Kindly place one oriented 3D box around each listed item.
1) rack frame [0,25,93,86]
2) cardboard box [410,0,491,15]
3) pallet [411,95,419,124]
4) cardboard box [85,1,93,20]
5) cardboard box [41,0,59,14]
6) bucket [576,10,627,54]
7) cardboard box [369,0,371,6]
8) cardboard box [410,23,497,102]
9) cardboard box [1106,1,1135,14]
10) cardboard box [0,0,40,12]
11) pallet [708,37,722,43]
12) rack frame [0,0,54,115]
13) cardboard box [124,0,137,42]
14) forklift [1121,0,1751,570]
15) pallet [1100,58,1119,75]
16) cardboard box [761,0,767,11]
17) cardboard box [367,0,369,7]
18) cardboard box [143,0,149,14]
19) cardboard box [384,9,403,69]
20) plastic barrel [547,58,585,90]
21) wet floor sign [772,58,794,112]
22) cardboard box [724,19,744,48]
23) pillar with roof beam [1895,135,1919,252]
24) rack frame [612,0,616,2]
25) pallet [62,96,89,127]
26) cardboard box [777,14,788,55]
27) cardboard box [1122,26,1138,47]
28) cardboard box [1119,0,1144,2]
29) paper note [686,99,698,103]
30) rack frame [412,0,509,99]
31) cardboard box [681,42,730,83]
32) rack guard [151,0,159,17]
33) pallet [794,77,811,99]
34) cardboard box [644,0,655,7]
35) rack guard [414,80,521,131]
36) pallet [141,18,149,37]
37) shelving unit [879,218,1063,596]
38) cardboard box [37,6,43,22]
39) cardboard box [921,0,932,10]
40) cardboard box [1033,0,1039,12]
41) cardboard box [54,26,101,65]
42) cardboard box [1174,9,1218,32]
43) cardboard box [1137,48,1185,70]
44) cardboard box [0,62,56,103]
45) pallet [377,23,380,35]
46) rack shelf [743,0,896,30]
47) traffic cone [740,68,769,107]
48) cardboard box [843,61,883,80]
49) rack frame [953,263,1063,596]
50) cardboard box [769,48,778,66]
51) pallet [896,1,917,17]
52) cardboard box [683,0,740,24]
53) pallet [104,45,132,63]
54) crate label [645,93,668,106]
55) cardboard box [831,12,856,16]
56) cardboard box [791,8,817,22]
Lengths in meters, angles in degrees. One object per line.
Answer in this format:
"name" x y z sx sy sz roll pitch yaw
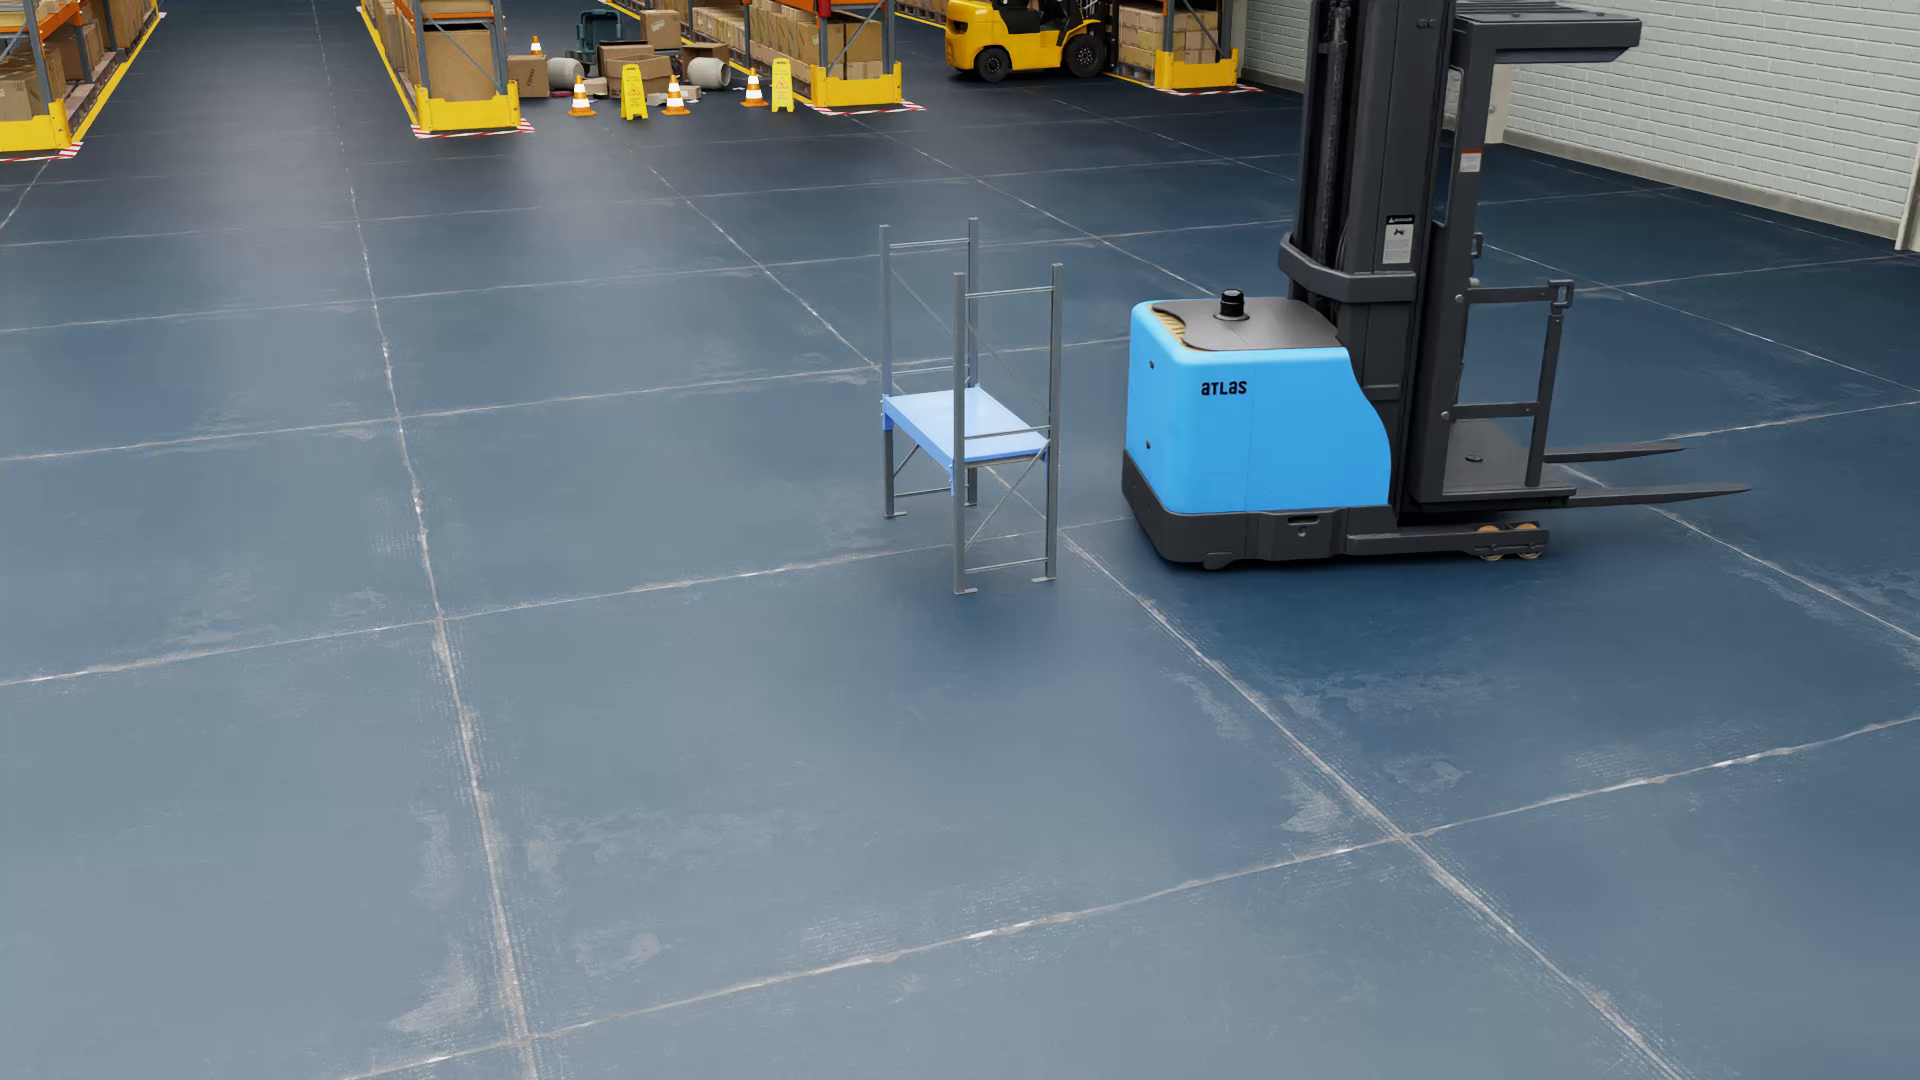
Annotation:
"rack frame" -12.016 -7.202 21.475 1.000 3.000 0.127 -8 24 -19
"cardboard box" -6.101 -6.590 19.830 0.875 0.550 0.550 -8 24 -19
"pallet" -6.283 -5.387 20.759 1.003 0.211 1.213 -8 24 -19
"cardboard box" -13.165 -7.812 24.610 0.500 0.250 0.500 -7 24 -17
"cardboard box" -10.920 -6.327 19.723 0.380 0.149 0.250 -8 24 -19
"bucket" -5.135 -7.304 23.976 0.726 0.611 0.620 0 13 -1
"cardboard box" -10.794 -10.032 30.936 0.380 0.149 0.250 -9 25 -21
"cardboard box" -6.229 -5.844 20.448 0.875 0.875 0.875 -8 24 -19
"cardboard box" 2.310 -7.854 24.735 0.500 0.250 0.500 -9 24 -20
"cardboard box" -10.772 -6.135 18.432 0.875 0.500 0.500 -8 24 -19
"pallet" -3.456 -8.003 26.967 1.003 0.211 1.213 -8 24 -19
"rack frame" -10.603 -5.748 18.026 1.000 3.000 0.127 -8 24 -19
"cardboard box" -13.961 -8.448 26.627 1.225 0.875 0.875 -8 24 -19
"forklift" 2.400 -1.451 7.919 3.031 2.935 1.130 -3 23 -7
"pallet" 2.574 -7.220 25.109 1.003 0.211 1.213 -8 24 -19
"cardboard box" -2.618 -7.641 23.715 0.380 0.149 0.250 -7 24 -17
"cardboard box" -11.257 -10.388 32.165 0.380 0.149 0.250 -10 25 -22
"cardboard box" -15.633 -10.224 30.841 0.875 0.875 0.875 -8 24 -19
"cardboard box" -7.644 -7.216 23.864 1.050 0.750 0.750 -8 24 -19
"plastic barrel" -5.505 -6.457 23.024 0.512 0.421 0.421 8 24 18
"wet floor sign" -2.266 -5.807 21.198 0.267 0.644 0.232 0 23 -1
"cardboard box" -3.190 -7.995 26.200 0.950 0.372 0.625 -7 24 -16
"pillar with roof beam" 4.119 -5.981 10.854 9.100 9.000 0.400 -8 24 -19
"rack frame" -6.984 -12.922 35.046 1.000 3.000 0.127 -8 24 -19
"pallet" -11.311 -5.234 20.395 1.003 0.211 1.213 -8 24 -19
"cardboard box" -2.218 -7.009 23.051 0.500 0.500 0.500 -9 24 -20
"cardboard box" 2.679 -7.265 23.981 0.500 0.250 0.500 -9 24 -20
"cardboard box" 2.611 -8.111 25.344 0.500 0.250 0.500 -8 24 -19
"paper note" -3.528 -5.810 21.996 0.148 0.019 0.142 -18 29 -37
"rack frame" -5.927 -6.392 19.554 1.000 3.000 0.127 -8 24 -19
"cardboard box" -3.640 -6.835 23.819 0.500 0.500 0.500 8 24 18
"rack guard" -16.264 -10.419 32.326 1.175 0.500 0.348 -8 24 -19
"pallet" -1.613 -6.151 22.571 1.003 0.211 1.213 -8 24 -19
"cardboard box" -5.693 -10.724 32.590 0.875 0.438 0.875 -9 24 -20
"rack guard" -5.919 -5.232 20.019 1.175 0.500 0.348 -8 24 -19
"pallet" -15.038 -9.111 29.594 1.003 0.211 1.213 -8 24 -19
"shelving unit" 0.030 -0.660 7.885 0.538 1.500 1.048 -8 24 -19
"cardboard box" -10.625 -5.955 18.841 0.380 0.149 0.250 -8 24 -19
"cardboard box" -0.422 -10.422 31.793 0.500 0.500 0.500 -9 25 -21
"cardboard box" 1.702 -8.531 27.146 0.875 0.625 0.625 -7 24 -17
"cardboard box" -12.759 -7.060 23.792 0.700 0.500 0.500 -6 24 -15
"cardboard box" 3.317 -7.378 23.606 0.500 0.250 0.500 -9 24 -20
"cardboard box" 2.849 -6.844 23.626 0.500 0.250 0.500 -8 24 -19
"cardboard box" -11.255 -5.462 20.024 0.500 0.500 0.500 -6 24 -14
"pallet" -9.890 -9.185 29.770 1.003 0.211 1.213 -8 24 -19
"rack shelf" -2.039 -7.503 23.116 1.077 0.370 4.000 -8 24 -19
"traffic cone" -2.691 -5.918 21.696 0.336 0.463 0.334 -8 24 -19
"cardboard box" -1.358 -6.366 22.490 0.500 0.250 0.500 -9 24 -19
"rack frame" 0.210 -0.475 7.447 0.500 1.500 0.032 -8 24 -19
"cardboard box" -2.400 -6.852 23.644 0.500 0.250 0.500 -9 24 -20
"pallet" -0.606 -10.575 33.069 1.003 0.211 1.213 -8 24 -19
"cardboard box" -4.325 -9.492 29.103 0.875 0.875 0.875 -9 24 -19
"pallet" -13.637 -7.667 26.169 1.003 0.211 1.213 -8 24 -19
"crate label" -3.945 -5.769 21.762 0.298 0.136 0.250 18 29 36
"cardboard box" -1.726 -7.092 23.249 0.500 0.500 0.500 -8 24 -18
"cardboard box" -2.052 -7.058 22.334 0.380 0.149 0.250 -8 24 -17
